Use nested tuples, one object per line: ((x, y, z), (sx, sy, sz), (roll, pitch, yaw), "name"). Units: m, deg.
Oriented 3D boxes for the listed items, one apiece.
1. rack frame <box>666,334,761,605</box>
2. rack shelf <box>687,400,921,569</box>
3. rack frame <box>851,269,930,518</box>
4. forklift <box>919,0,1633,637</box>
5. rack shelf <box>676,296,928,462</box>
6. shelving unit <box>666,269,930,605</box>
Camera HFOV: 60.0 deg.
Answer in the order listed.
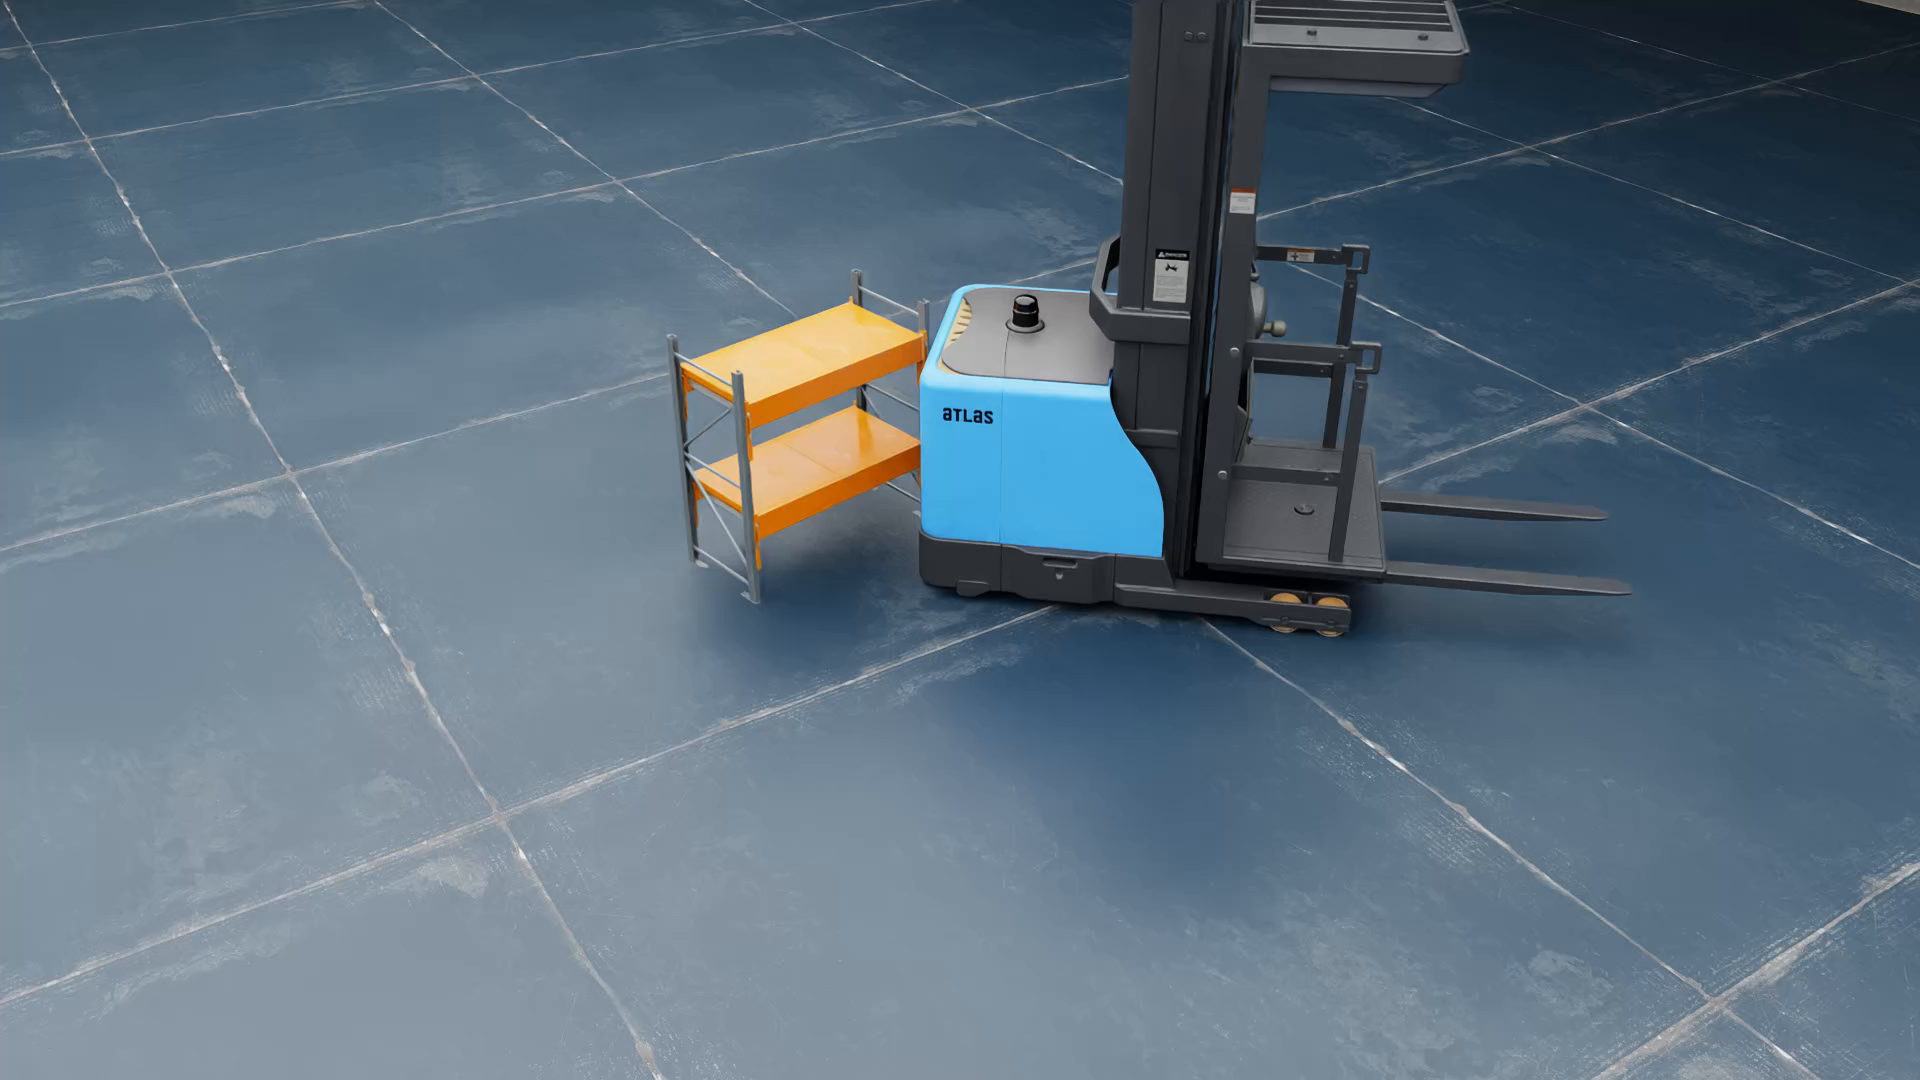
((-1.057, -0.292, 7.159), (0.032, 1.125, 0.500), (-27, 41, -35), "rack frame")
((-0.686, -0.271, 7.583), (1.000, 0.278, 0.538), (-27, 41, -35), "rack shelf")
((-0.315, -0.663, 7.747), (0.032, 1.125, 0.500), (-27, 41, -35), "rack frame")
((1.383, -1.133, 6.800), (3.031, 2.935, 1.130), (5, 33, 8), "forklift")
((-0.686, -0.725, 7.296), (1.000, 0.278, 0.538), (-27, 41, -35), "rack shelf")
((-0.686, -0.477, 7.453), (1.048, 1.125, 0.538), (-27, 41, -35), "shelving unit")
